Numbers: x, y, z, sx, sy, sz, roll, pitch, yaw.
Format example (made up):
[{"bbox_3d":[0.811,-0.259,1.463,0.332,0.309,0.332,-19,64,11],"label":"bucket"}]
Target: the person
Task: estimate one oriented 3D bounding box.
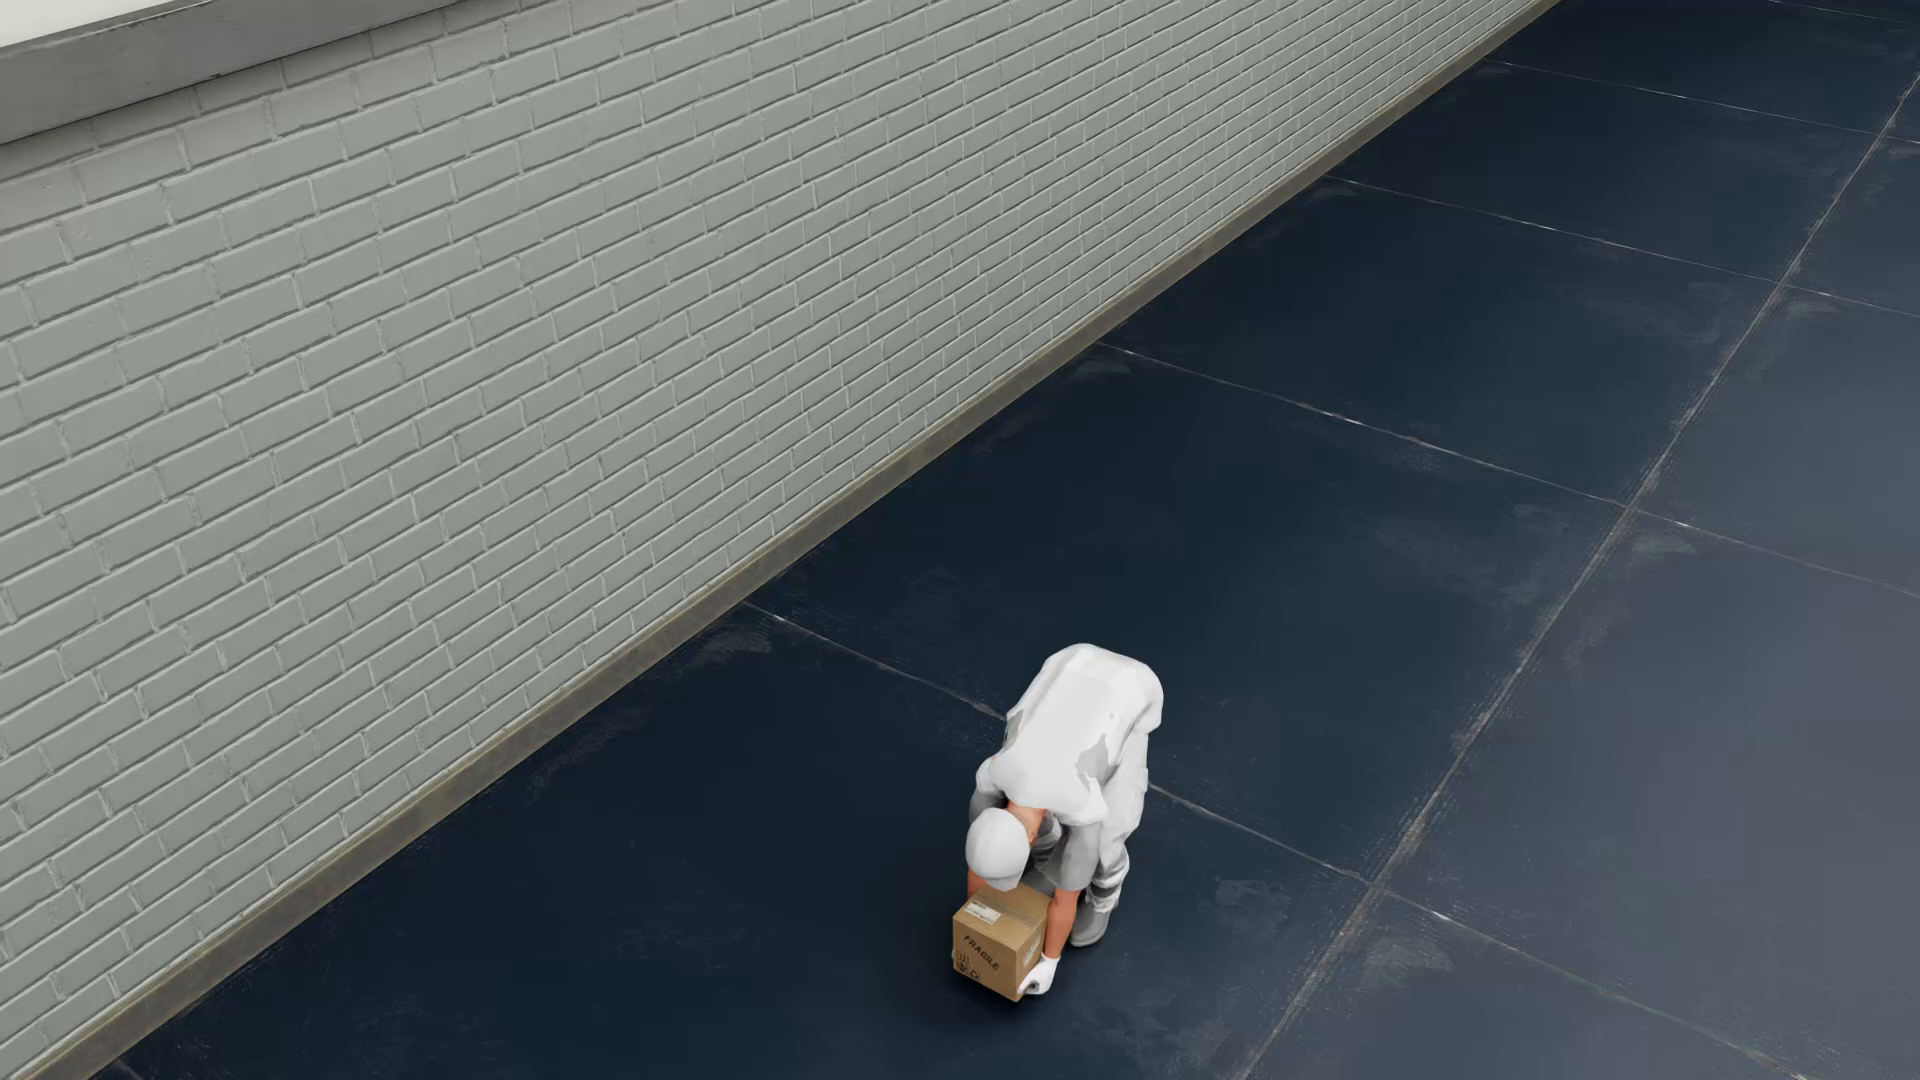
[{"bbox_3d":[0.304,0.931,5.441,0.517,1.010,0.952,19,39,26],"label":"person"}]
